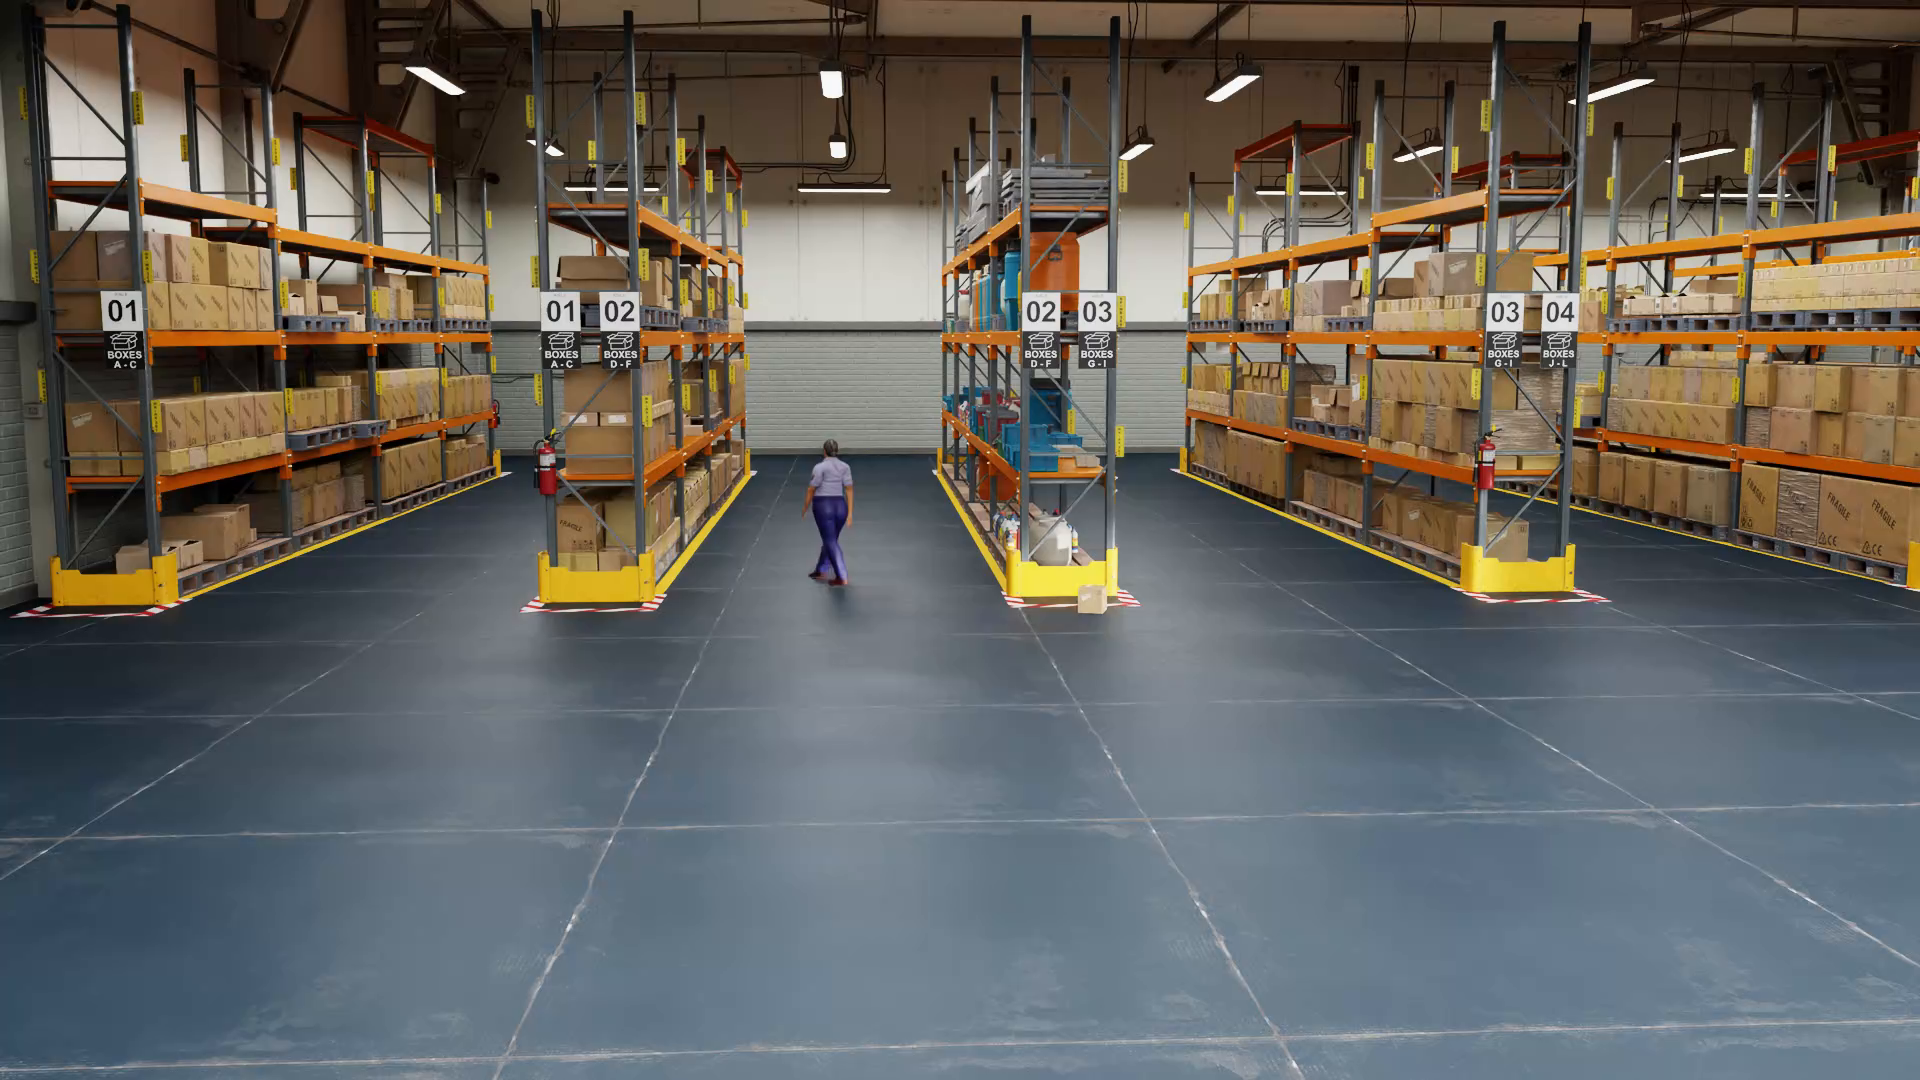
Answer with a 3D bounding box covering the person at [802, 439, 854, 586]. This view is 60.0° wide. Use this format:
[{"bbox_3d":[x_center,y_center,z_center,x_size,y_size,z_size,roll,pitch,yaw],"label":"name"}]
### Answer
[{"bbox_3d":[-1.501,-0.324,18.369,0.474,1.599,0.937,-6,9,-41],"label":"person"}]
